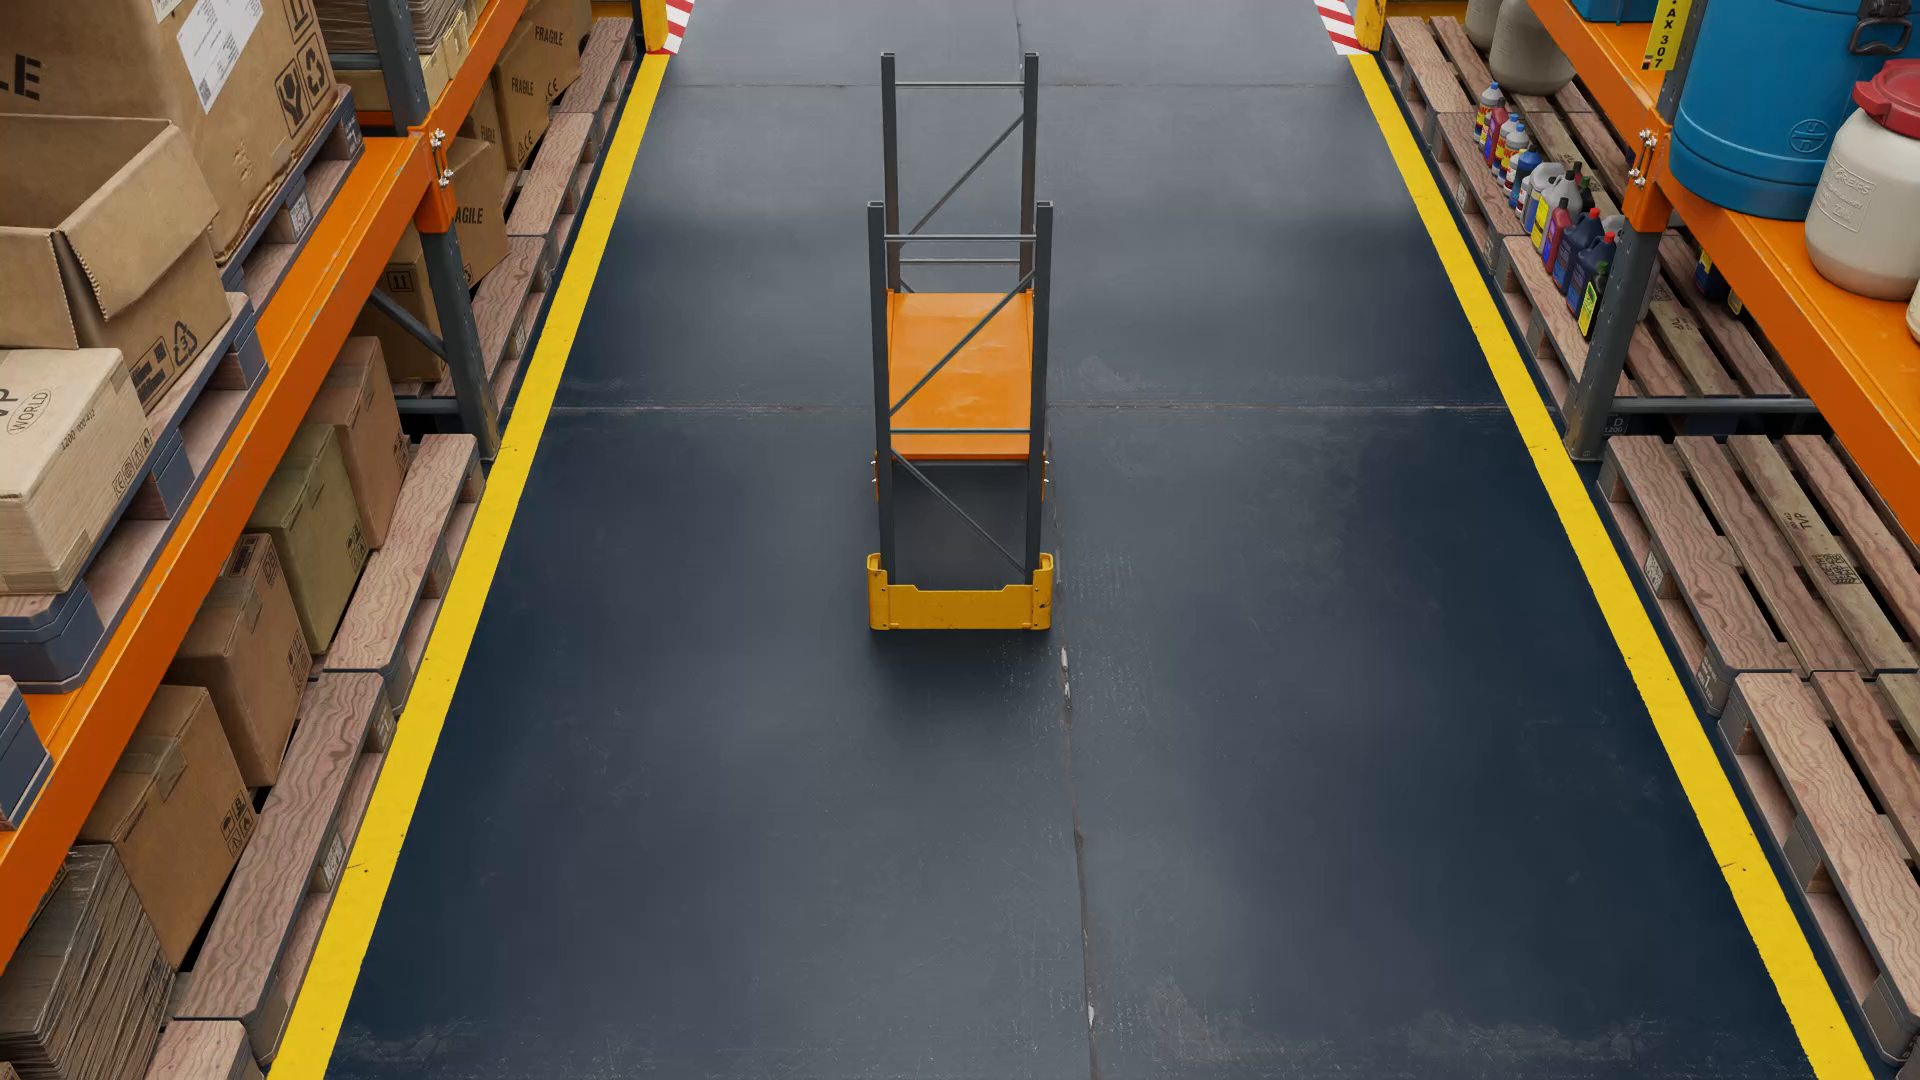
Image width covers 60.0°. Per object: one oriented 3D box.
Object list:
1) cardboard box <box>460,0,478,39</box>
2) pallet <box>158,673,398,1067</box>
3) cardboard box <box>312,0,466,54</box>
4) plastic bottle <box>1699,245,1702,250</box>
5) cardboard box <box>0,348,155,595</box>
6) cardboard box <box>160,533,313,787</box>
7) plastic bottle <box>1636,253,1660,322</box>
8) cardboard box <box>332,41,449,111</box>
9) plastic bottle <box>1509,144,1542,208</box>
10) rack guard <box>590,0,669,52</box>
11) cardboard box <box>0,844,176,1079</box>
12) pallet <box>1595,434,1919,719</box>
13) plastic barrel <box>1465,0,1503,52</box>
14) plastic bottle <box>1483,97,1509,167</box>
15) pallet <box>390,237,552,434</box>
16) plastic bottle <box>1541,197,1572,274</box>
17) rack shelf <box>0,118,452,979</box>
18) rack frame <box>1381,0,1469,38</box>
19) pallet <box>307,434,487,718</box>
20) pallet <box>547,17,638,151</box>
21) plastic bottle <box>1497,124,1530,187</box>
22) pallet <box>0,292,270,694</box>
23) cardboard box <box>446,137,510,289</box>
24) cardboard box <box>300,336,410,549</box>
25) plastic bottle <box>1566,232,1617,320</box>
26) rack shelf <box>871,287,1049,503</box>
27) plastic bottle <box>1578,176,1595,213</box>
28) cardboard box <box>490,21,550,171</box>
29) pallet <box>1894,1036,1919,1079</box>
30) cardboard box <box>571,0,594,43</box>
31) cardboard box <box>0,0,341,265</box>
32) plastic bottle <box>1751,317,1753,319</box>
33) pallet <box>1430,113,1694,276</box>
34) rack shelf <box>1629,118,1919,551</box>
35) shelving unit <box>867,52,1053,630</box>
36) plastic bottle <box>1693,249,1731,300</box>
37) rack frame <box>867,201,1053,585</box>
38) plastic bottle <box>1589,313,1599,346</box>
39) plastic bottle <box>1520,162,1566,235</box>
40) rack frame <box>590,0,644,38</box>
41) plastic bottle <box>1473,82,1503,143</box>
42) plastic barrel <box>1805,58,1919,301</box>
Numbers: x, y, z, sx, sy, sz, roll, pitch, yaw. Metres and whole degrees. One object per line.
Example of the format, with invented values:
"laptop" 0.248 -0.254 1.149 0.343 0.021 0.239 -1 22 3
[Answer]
"cardboard box" -1.923 -1.839 5.847 0.380 0.149 0.250 0 39 0
"pallet" -2.202 0.850 4.521 1.003 0.211 1.213 0 39 0
"cardboard box" -2.147 -1.926 5.437 0.875 0.500 0.500 0 39 0
"plastic bottle" 3.121 -1.315 6.823 0.097 0.271 0.097 0 39 0
"cardboard box" -1.976 -0.142 3.313 0.500 0.250 0.500 -1 39 -1
"cardboard box" -2.246 0.346 4.567 0.700 0.500 0.500 -3 39 -4
"plastic bottle" 2.600 -1.034 6.408 0.144 0.351 0.185 0 39 0
"cardboard box" -1.908 -1.526 5.457 0.380 0.149 0.250 0 39 0
"plastic bottle" 2.431 -1.564 7.133 0.097 0.271 0.097 0 39 0
"rack guard" -2.213 -2.968 9.054 1.175 0.500 0.348 0 39 0
"cardboard box" -2.238 1.049 3.689 0.700 0.500 0.500 -3 39 -4
"pallet" 2.784 0.086 5.474 1.003 0.211 1.213 0 39 0
"plastic barrel" 2.817 -2.776 8.469 0.421 0.512 0.421 0 39 0
"plastic bottle" 2.413 -1.831 7.456 0.061 0.283 0.133 1 39 1
"pallet" -2.244 -0.822 6.607 1.003 0.211 1.213 0 39 0
"plastic bottle" 2.414 -1.230 6.706 0.061 0.283 0.133 2 39 3
"rack shelf" -2.206 0.042 3.875 1.077 0.370 4.000 0 39 0
"rack frame" 2.740 -3.995 8.336 1.000 3.000 0.127 0 39 0
"pallet" -2.206 0.085 5.475 1.003 0.211 1.213 0 39 0
"pallet" -2.247 -2.348 8.511 1.003 0.211 1.213 0 39 0
"plastic bottle" 2.431 -1.691 7.291 0.097 0.271 0.097 0 39 0
"pallet" -2.247 -0.151 3.694 1.003 0.211 1.213 0 39 0
"cardboard box" -2.177 -1.287 6.620 0.500 0.500 0.500 12 40 14
"cardboard box" -2.229 -0.302 5.375 0.700 0.500 0.500 -3 39 -4
"plastic bottle" 2.456 -1.034 6.408 0.144 0.351 0.185 -1 39 -1
"rack shelf" 0.000 -0.498 5.460 0.538 0.185 1.000 0 39 0
"plastic bottle" 2.558 -1.346 6.851 0.061 0.283 0.133 0 39 0
"cardboard box" -2.212 -2.024 7.540 0.500 0.500 0.500 3 39 4
"pallet" 2.787 1.612 3.570 1.003 0.211 1.213 0 39 0
"cardboard box" -2.229 -2.789 8.495 0.500 0.500 0.500 7 39 8
"cardboard box" -2.347 -1.391 4.271 1.000 1.000 1.000 0 39 0
"plastic bottle" 3.155 -1.004 6.430 0.152 0.276 0.135 1 39 2
"pallet" 2.781 -1.590 7.565 1.003 0.211 1.213 0 39 0
"rack shelf" 2.747 0.038 3.879 1.077 0.370 4.000 0 39 0
"shelving unit" 0.000 -0.633 5.340 0.587 1.500 1.083 0 39 0
"plastic bottle" 3.015 -1.136 6.536 0.144 0.351 0.185 0 39 0
"rack frame" 0.000 -0.321 4.951 0.500 1.500 0.032 0 39 0
"plastic bottle" 2.433 -0.800 6.235 0.097 0.201 0.097 0 39 0
"plastic bottle" 2.459 -1.428 6.960 0.152 0.276 0.135 1 39 1
"rack frame" -2.213 -3.991 8.332 1.000 3.000 0.127 0 39 0
"plastic bottle" 2.431 -1.968 7.637 0.097 0.271 0.097 0 39 0
"plastic barrel" 2.527 -0.948 4.426 0.433 0.535 0.433 0 39 0
